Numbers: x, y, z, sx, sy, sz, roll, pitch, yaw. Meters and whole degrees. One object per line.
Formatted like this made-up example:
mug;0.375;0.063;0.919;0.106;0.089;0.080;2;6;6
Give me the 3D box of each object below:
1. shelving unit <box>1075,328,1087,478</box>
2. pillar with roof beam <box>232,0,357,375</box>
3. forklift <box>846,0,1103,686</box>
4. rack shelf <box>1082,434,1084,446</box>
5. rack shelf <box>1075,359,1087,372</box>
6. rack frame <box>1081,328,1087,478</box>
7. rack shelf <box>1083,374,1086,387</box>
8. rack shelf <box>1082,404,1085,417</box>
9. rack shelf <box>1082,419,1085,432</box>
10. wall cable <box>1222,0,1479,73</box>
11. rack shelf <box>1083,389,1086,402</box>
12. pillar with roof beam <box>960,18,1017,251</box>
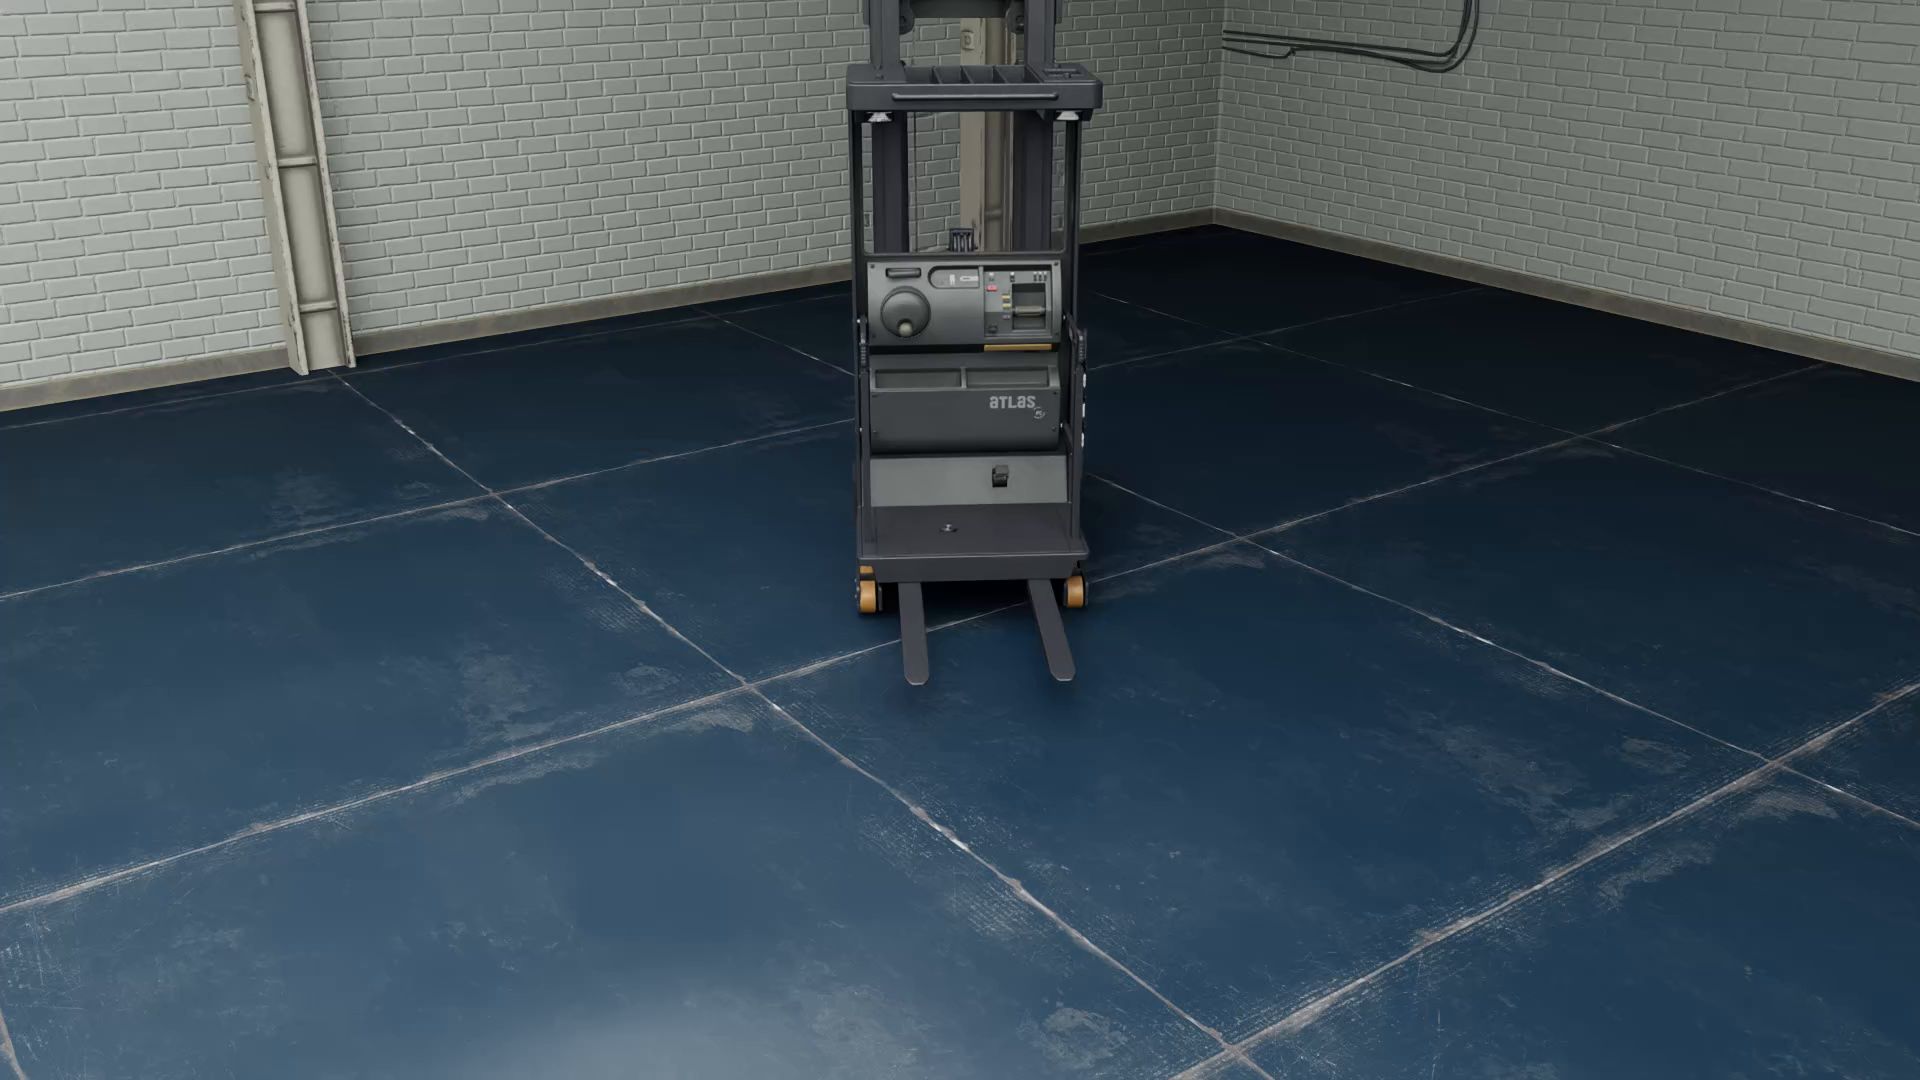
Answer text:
shelving unit;0.566;-0.778;9.628;0.258;0.900;0.210;13;25;30
pillar with roof beam;-2.105;-4.146;7.144;0.400;9.000;9.100;-15;26;-33
forklift;0.038;-1.130;7.773;1.130;2.935;3.031;-1;22;-3
rack shelf;0.565;-0.579;9.705;0.258;0.077;0.200;13;25;30
rack shelf;0.567;-0.998;9.542;0.258;0.077;0.200;13;25;30
rack frame;0.621;-0.808;9.708;0.240;0.900;0.006;13;25;30
rack shelf;0.567;-0.914;9.575;0.258;0.077;0.200;13;25;30
rack shelf;0.566;-0.747;9.640;0.258;0.077;0.200;13;25;30
rack shelf;0.565;-0.663;9.673;0.258;0.077;0.200;13;25;30
wall cable;3.415;-5.537;14.820;0.112;2.526;3.097;-15;26;-33
rack shelf;0.566;-0.831;9.608;0.258;0.077;0.200;13;25;30
pillar with roof beam;2.765;-5.444;10.398;0.400;9.000;9.100;-15;26;-33
